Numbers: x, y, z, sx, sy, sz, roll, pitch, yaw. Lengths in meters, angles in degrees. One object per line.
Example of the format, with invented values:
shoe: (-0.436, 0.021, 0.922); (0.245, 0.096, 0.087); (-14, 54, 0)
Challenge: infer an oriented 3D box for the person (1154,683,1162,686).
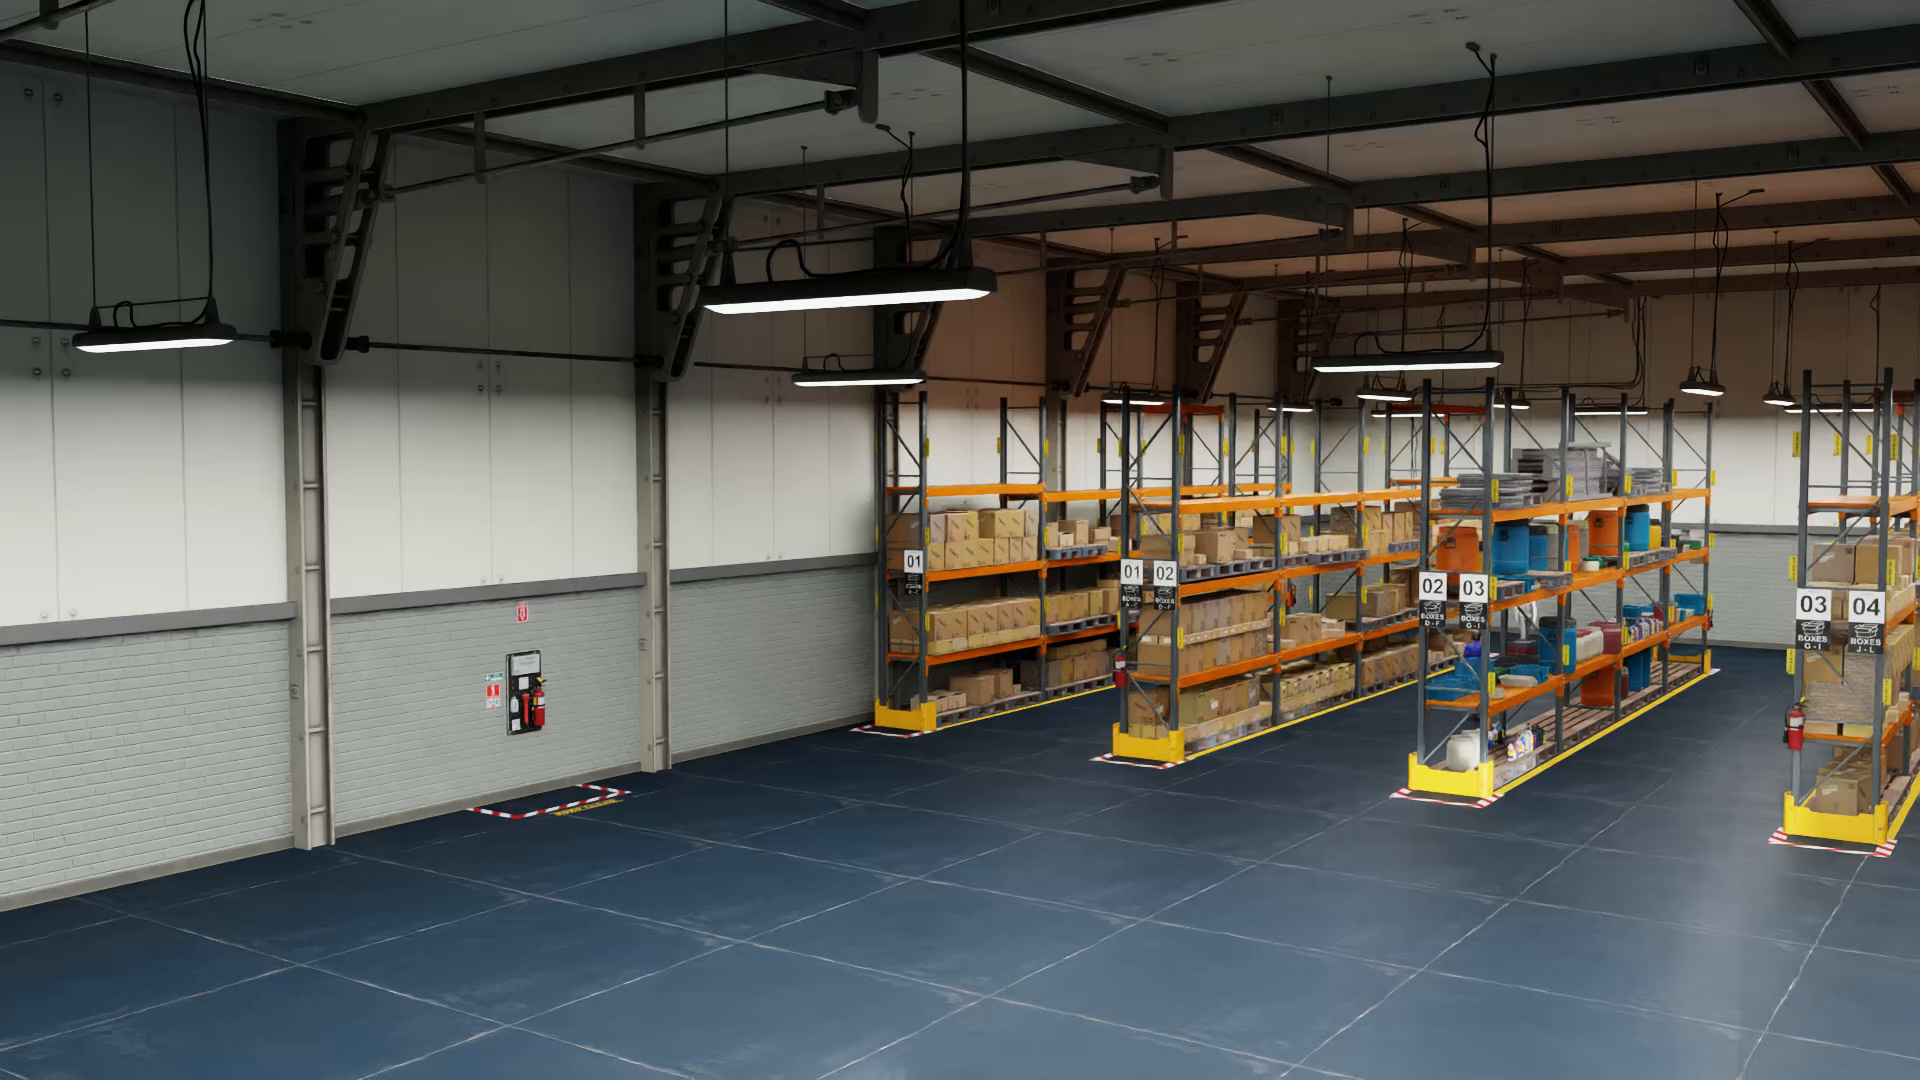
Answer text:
person: (3.914, 2.383, 32.773); (0.701, 1.611, 0.650); (-3, 4, -43)

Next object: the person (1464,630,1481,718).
person: (9.530, 2.479, 30.692); (0.498, 1.655, 0.503); (2, 4, 33)

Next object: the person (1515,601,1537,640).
person: (13.961, 1.893, 41.010); (0.475, 1.614, 1.057); (0, 3, 8)
